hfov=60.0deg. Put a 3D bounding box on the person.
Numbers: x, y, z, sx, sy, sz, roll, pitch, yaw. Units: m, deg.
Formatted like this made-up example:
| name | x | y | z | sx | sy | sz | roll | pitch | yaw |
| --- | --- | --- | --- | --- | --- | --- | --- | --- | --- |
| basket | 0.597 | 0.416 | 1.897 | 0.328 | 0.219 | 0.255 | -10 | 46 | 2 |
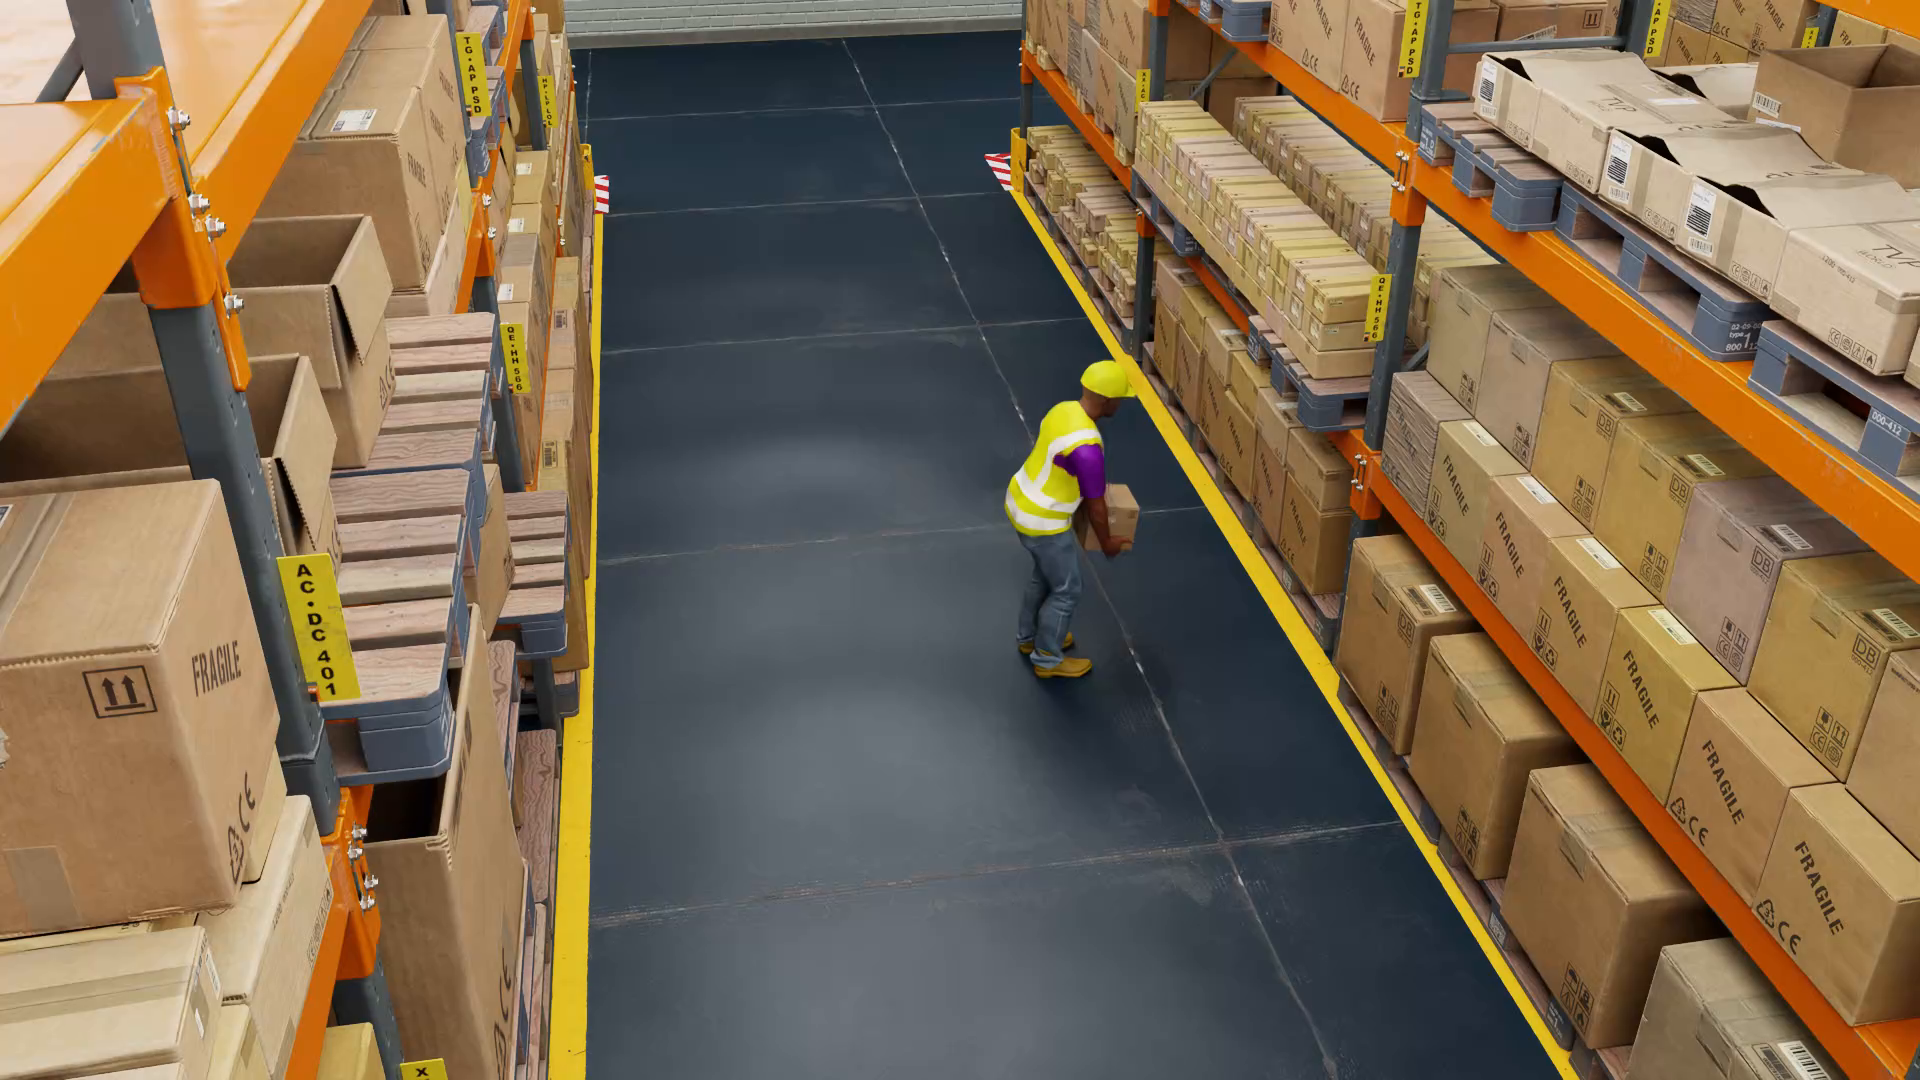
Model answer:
| name | x | y | z | sx | sy | sz | roll | pitch | yaw |
| --- | --- | --- | --- | --- | --- | --- | --- | --- | --- |
| person | 0.548 | -0.110 | 8.369 | 0.633 | 1.695 | 0.488 | -6 | 31 | -10 |
